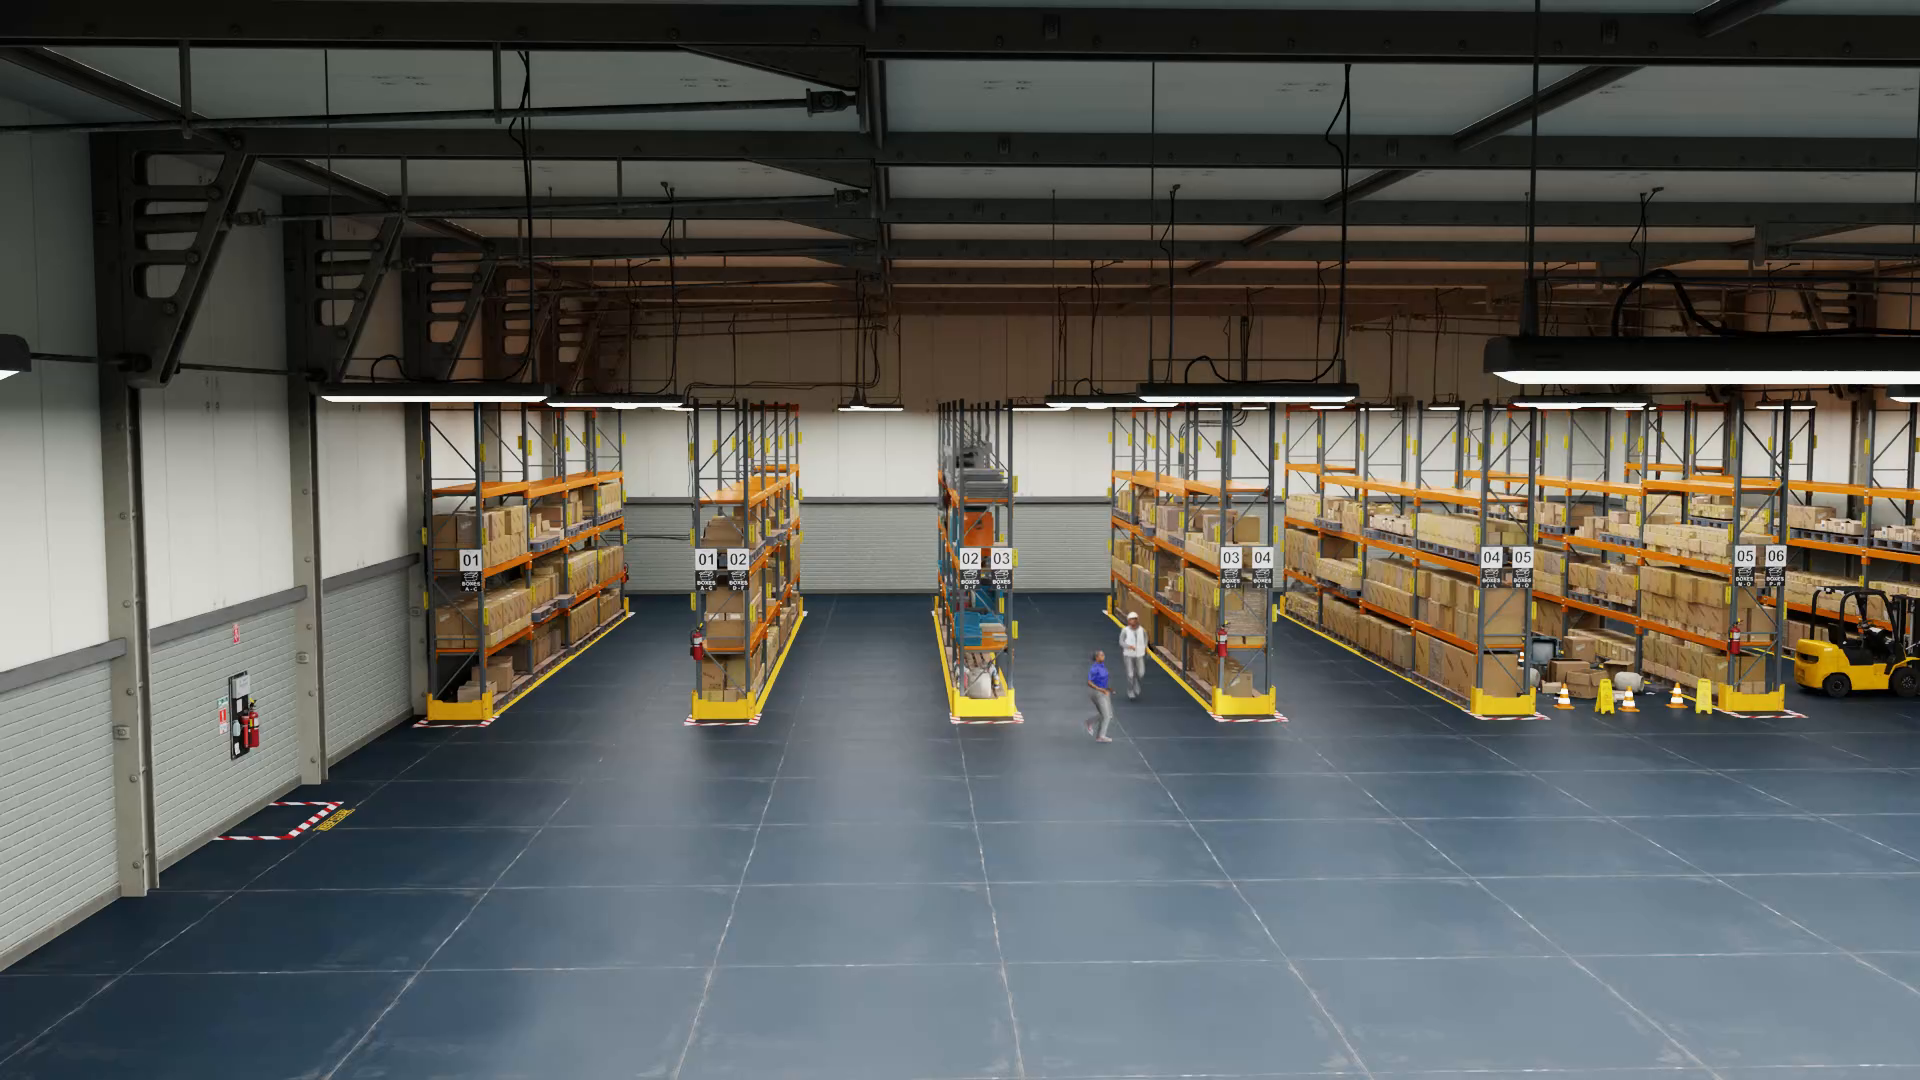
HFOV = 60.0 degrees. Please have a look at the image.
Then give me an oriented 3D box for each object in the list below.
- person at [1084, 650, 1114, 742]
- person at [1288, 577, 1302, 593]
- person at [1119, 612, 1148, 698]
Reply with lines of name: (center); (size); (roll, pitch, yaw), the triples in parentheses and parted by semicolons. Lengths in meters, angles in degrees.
person: (2.422, 2.721, 29.036); (0.546, 1.591, 0.574); (2, 5, 27)
person: (9.989, 1.218, 49.056); (0.638, 1.676, 0.731); (1, 4, 14)
person: (3.513, 2.316, 33.388); (0.645, 1.732, 0.592); (0, 4, -6)
